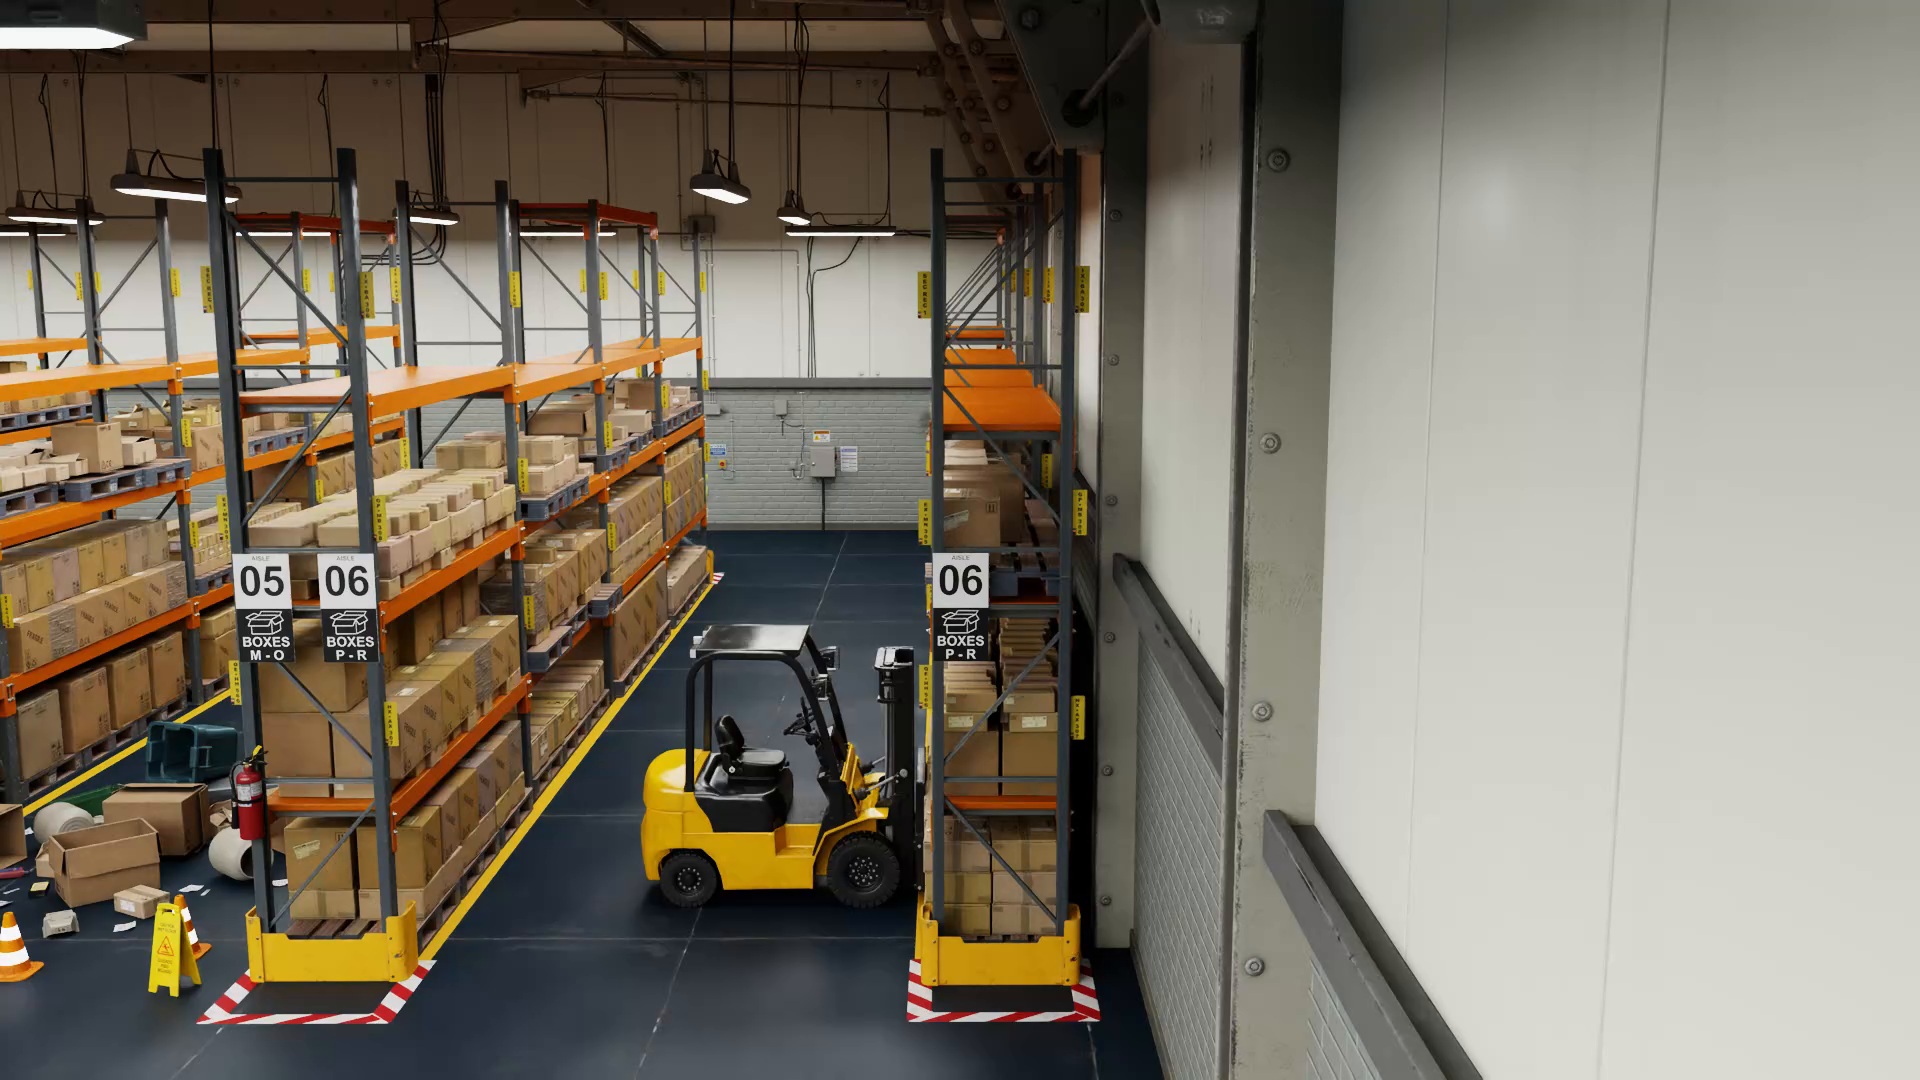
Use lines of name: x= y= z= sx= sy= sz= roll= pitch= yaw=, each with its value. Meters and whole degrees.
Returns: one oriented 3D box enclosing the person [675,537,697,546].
person: x=-5.011 y=-0.342 z=29.267 sx=0.709 sy=1.714 sz=0.746 roll=4 pitch=10 yaw=23
